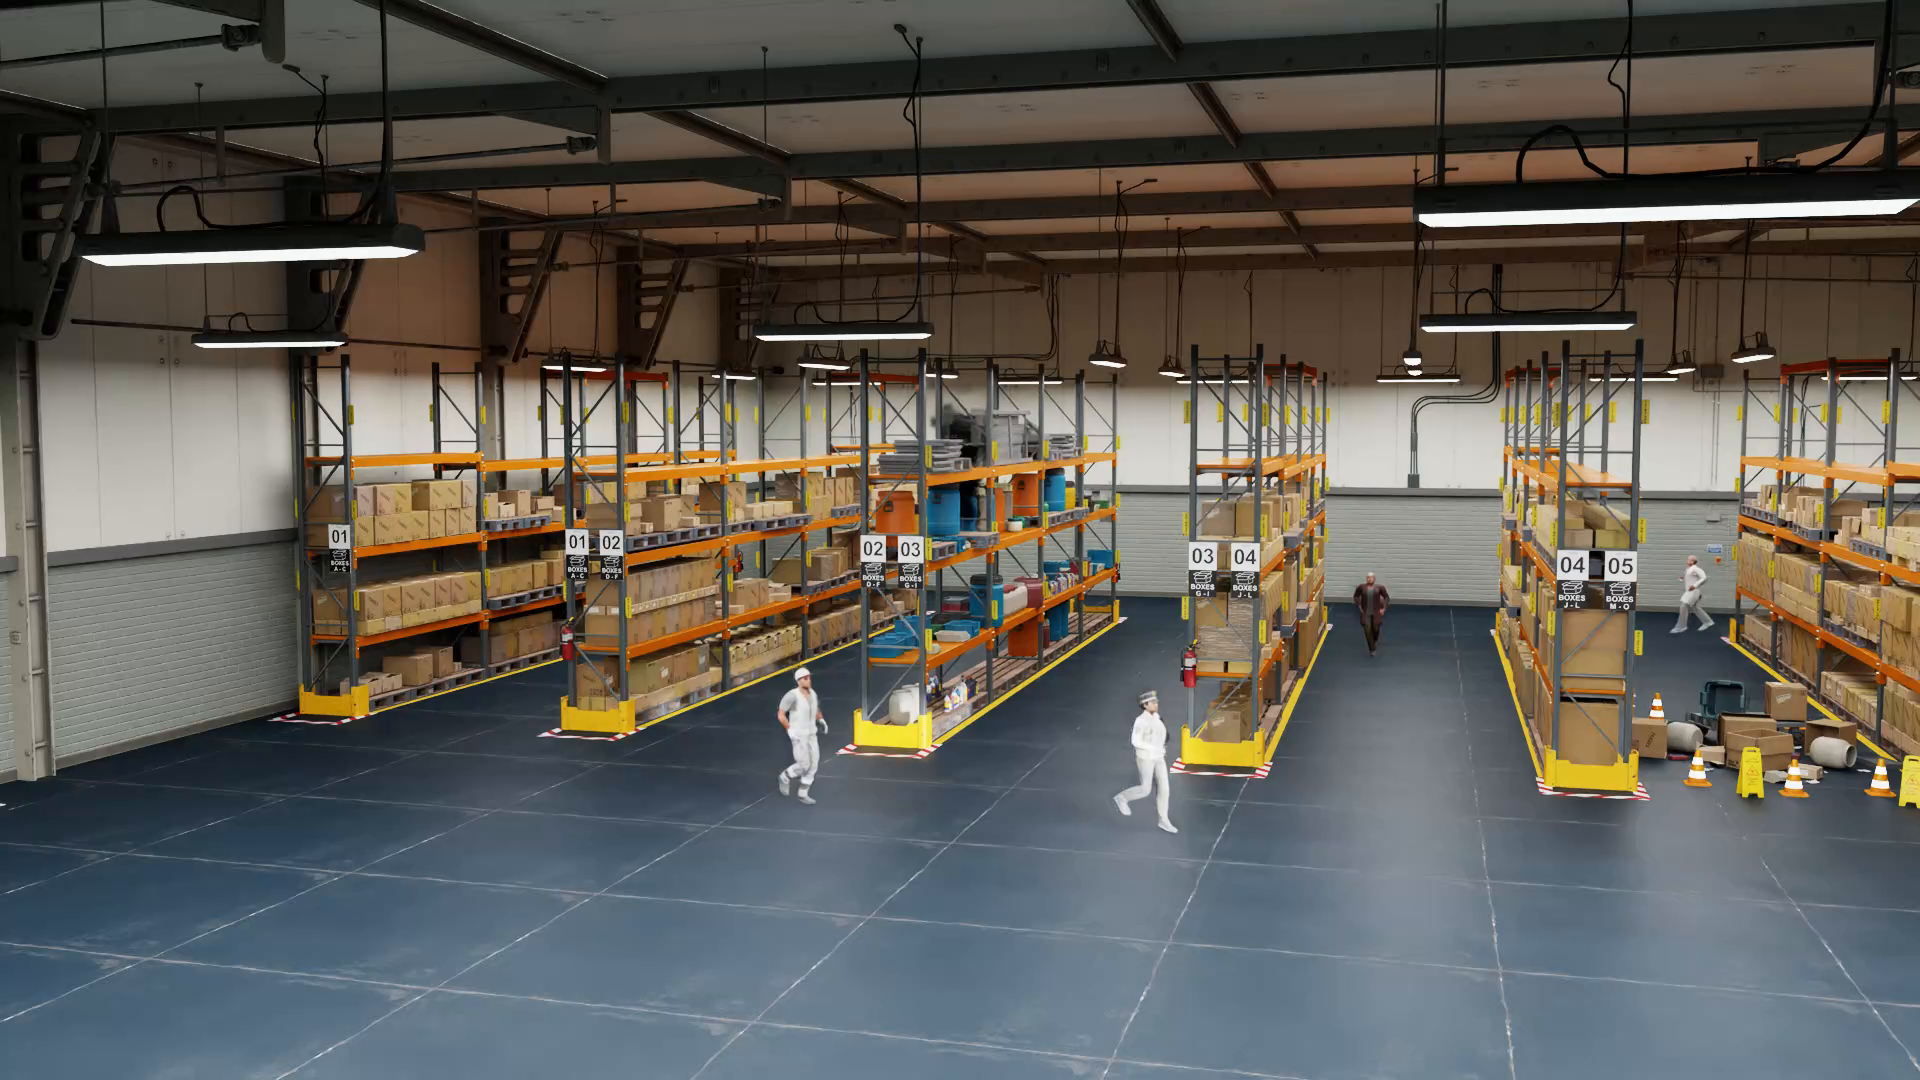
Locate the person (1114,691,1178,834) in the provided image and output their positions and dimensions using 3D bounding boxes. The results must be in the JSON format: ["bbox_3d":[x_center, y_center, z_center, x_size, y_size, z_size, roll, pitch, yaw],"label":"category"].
[{"bbox_3d":[2.292,2.653,20.142,0.842,1.690,0.617,4,6,42],"label":"person"}]

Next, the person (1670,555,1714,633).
[{"bbox_3d":[16.819,1.254,38.123,0.948,1.818,0.714,1,5,19],"label":"person"}]

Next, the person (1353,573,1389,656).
[{"bbox_3d":[8.582,1.538,34.757,0.730,1.738,0.627,1,5,18],"label":"person"}]

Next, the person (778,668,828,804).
[{"bbox_3d":[-2.054,2.520,21.516,0.593,1.756,0.678,4,6,40],"label":"person"}]
